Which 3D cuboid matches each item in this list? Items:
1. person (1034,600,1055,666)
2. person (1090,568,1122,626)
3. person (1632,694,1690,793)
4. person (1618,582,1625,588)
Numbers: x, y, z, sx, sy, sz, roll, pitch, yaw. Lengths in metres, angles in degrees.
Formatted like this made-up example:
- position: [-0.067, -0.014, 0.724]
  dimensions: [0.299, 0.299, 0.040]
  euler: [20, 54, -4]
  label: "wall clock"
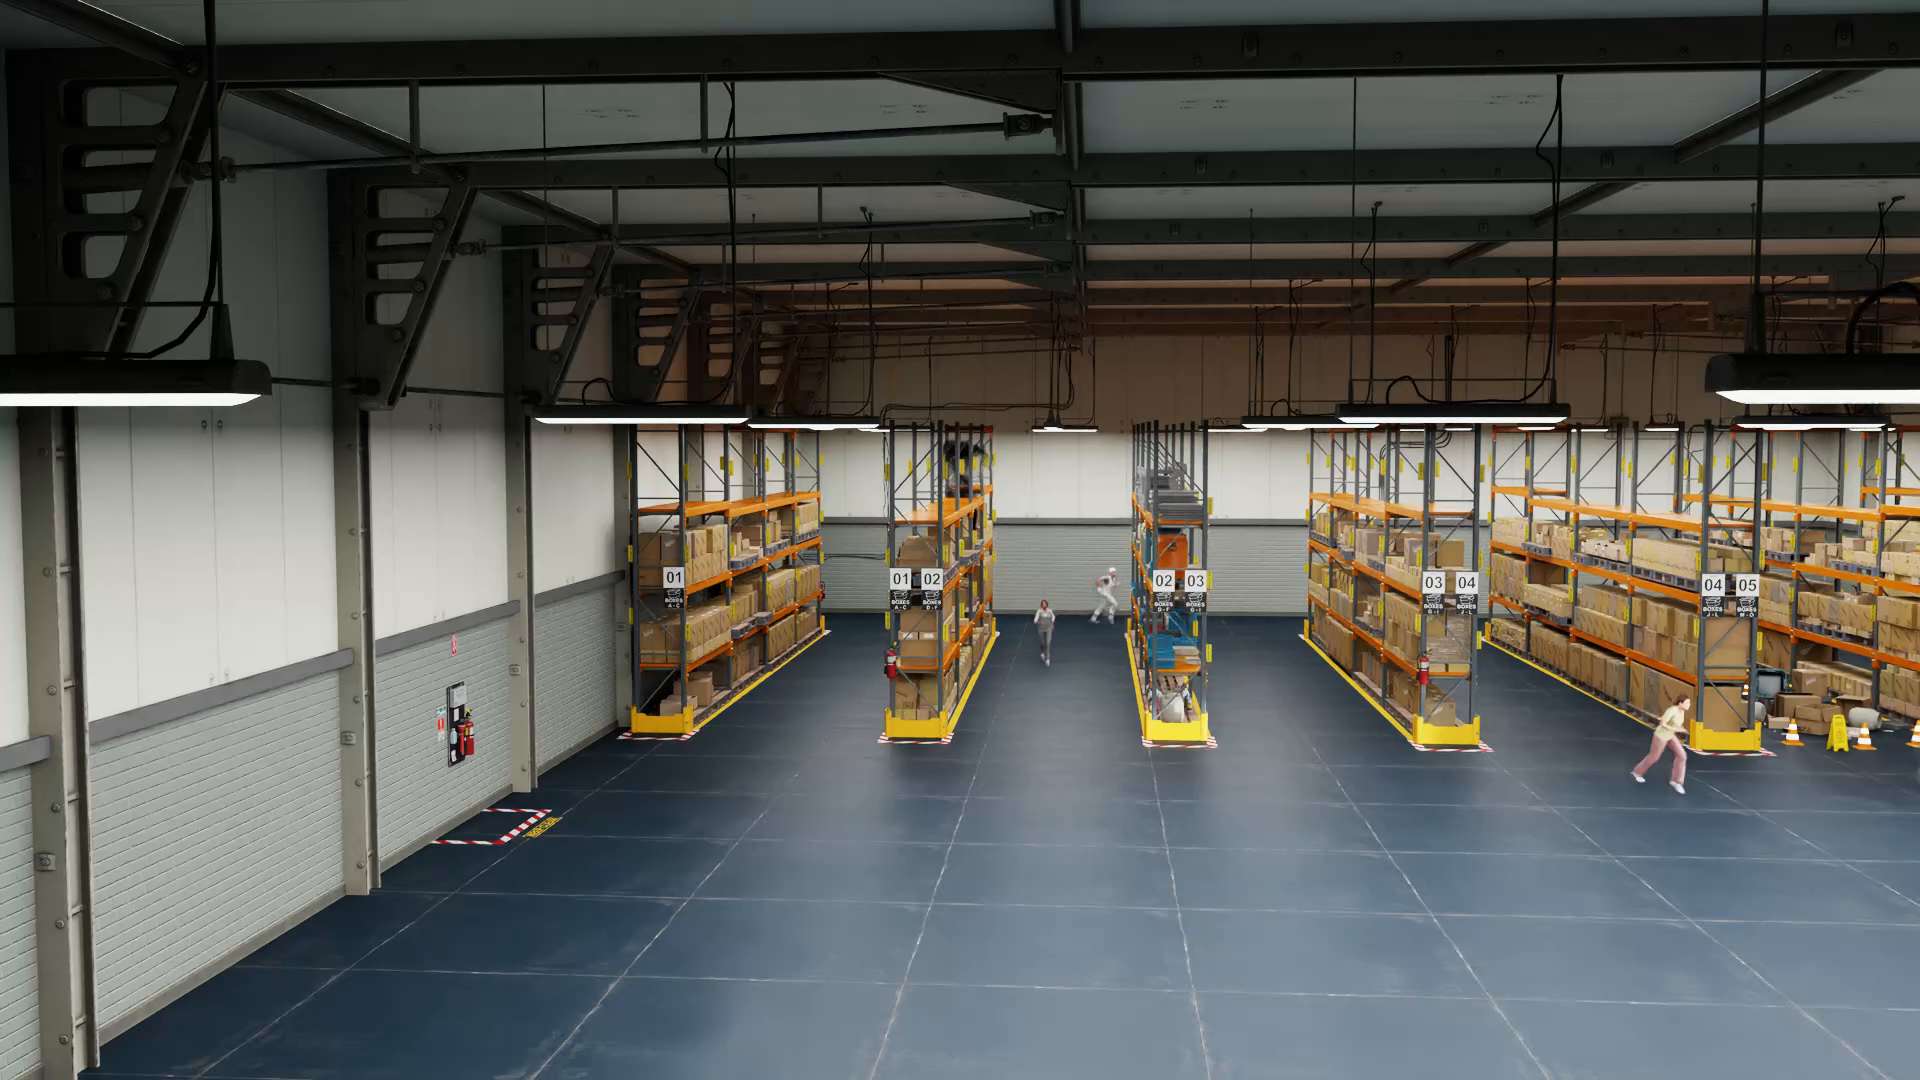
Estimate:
- position: [2.108, 2.291, 41.458]
  dimensions: [0.537, 1.609, 0.875]
  euler: [0, 4, -2]
  label: "person"
- position: [4.366, 1.697, 49.844]
  dimensions: [0.954, 1.764, 0.646]
  euler: [1, 4, 19]
  label: "person"
- position: [11.356, 3.253, 26.902]
  dimensions: [0.619, 1.625, 0.925]
  euler: [-3, 5, -39]
  label: "person"
- position: [18.687, 1.874, 47.150]
  dimensions: [0.629, 1.751, 0.649]
  euler: [0, 4, 7]
  label: "person"
